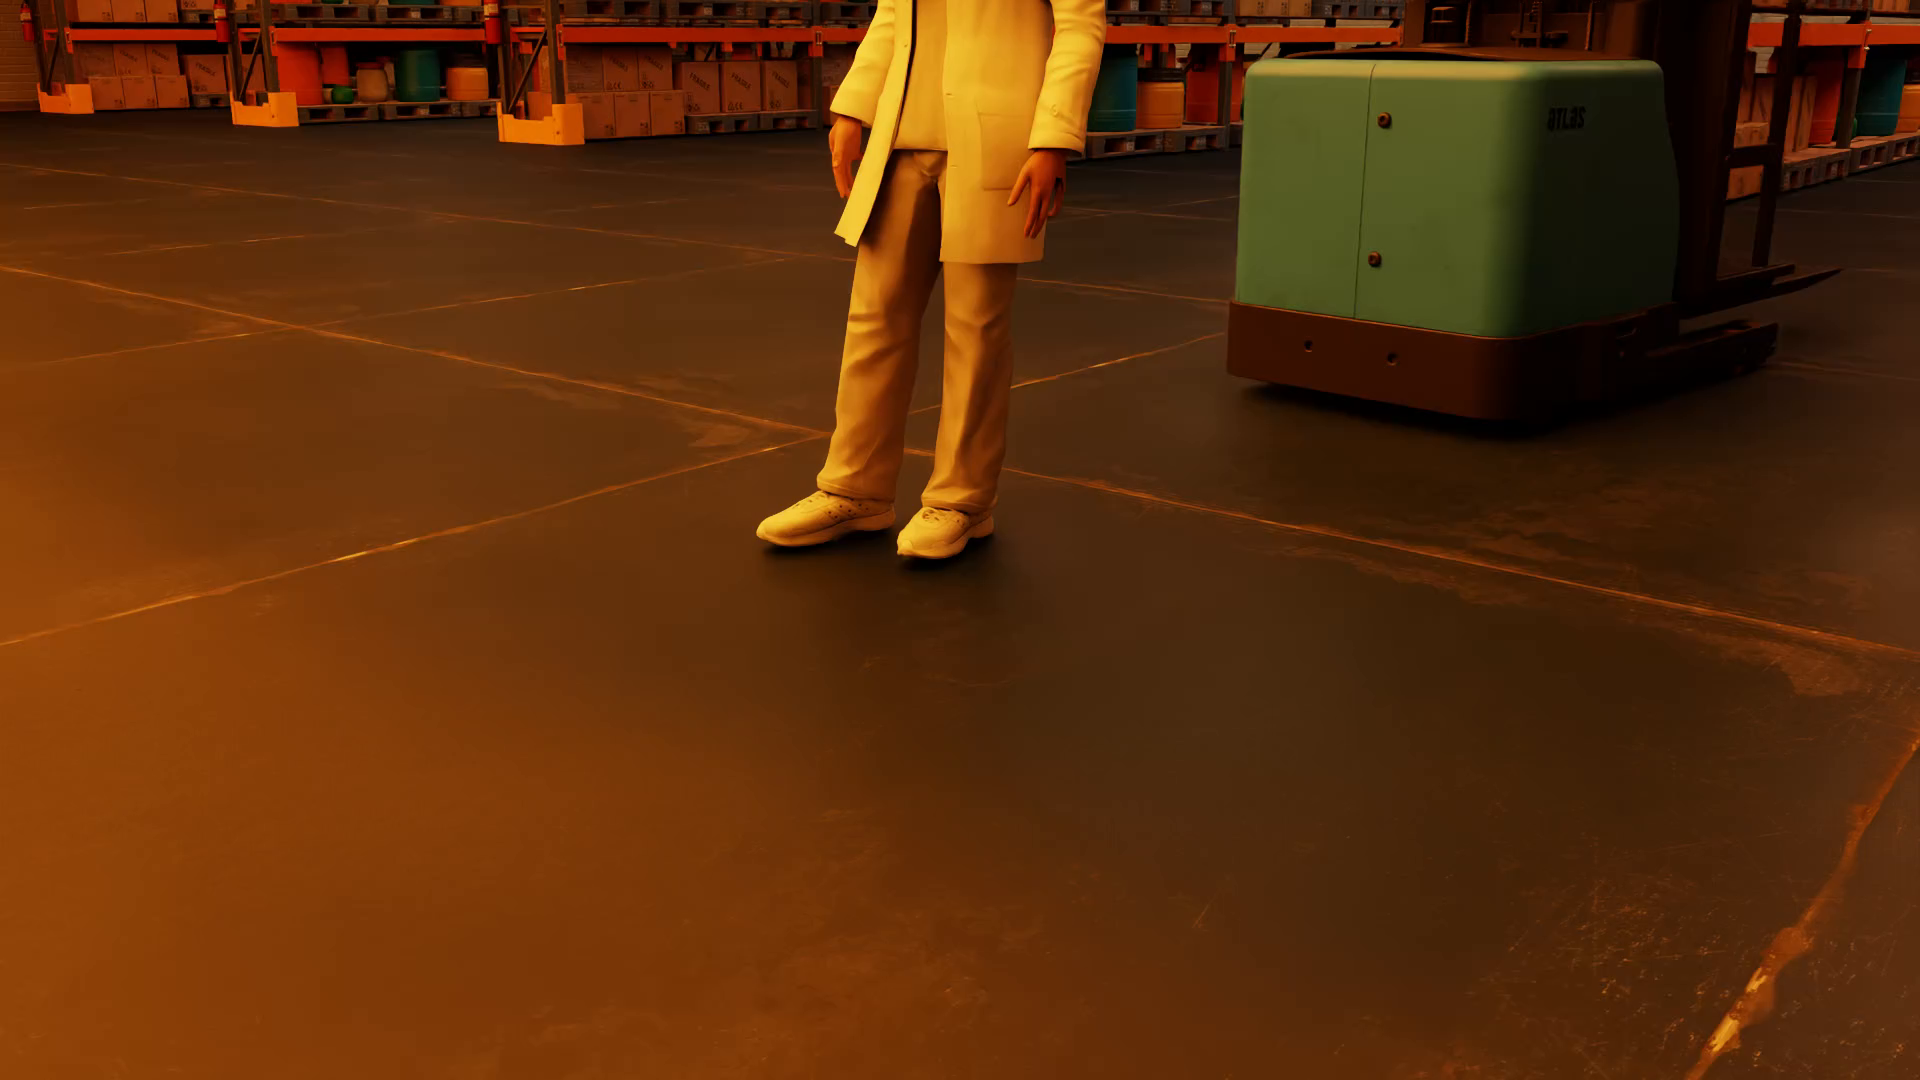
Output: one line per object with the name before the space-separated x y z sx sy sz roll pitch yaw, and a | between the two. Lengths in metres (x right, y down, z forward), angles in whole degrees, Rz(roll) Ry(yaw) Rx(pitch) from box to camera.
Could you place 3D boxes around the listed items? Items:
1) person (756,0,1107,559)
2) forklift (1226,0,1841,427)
person | -0.061 -0.838 3.618 0.696 1.775 0.581 13 21 37
forklift | 2.306 -2.081 5.752 3.031 2.935 1.130 -15 23 -41
